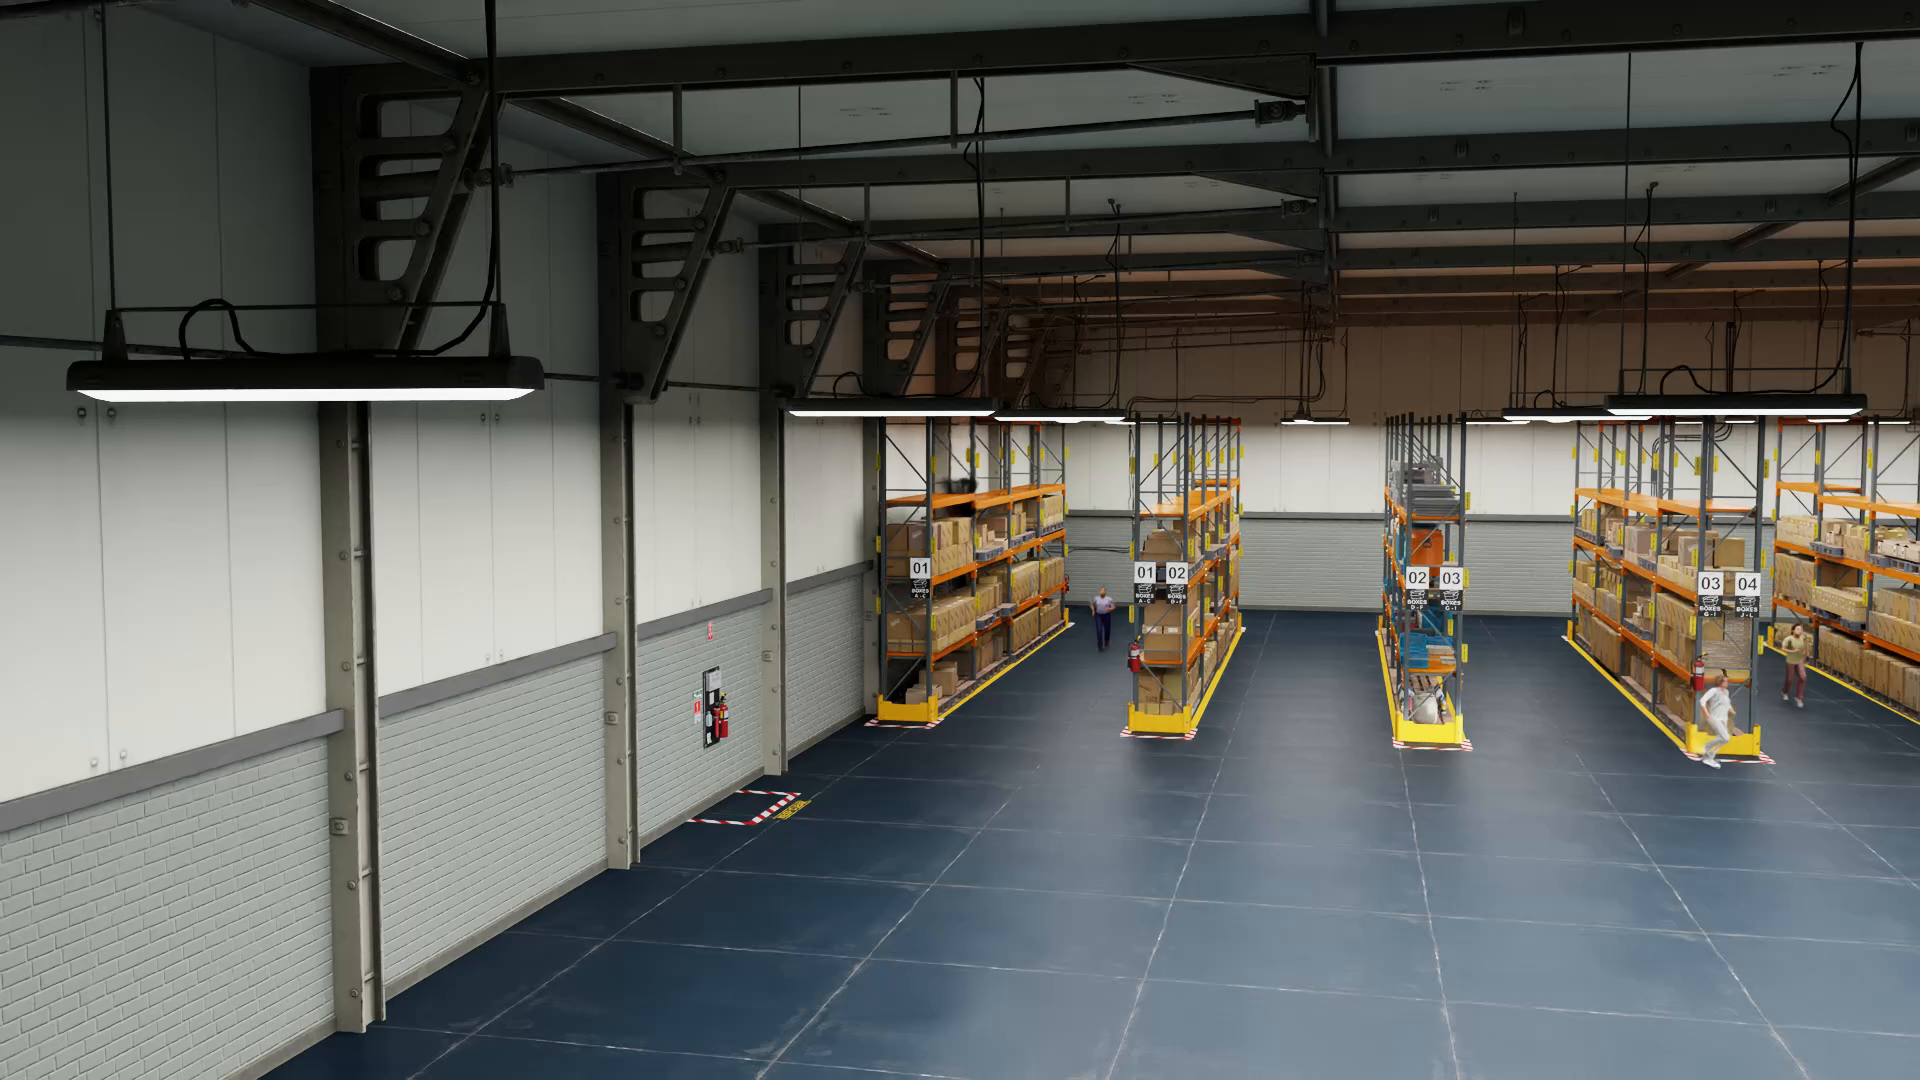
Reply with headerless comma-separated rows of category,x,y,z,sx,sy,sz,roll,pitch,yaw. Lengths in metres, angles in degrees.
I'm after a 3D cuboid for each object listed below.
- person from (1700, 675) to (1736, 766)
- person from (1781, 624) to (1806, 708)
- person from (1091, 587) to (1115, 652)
person,12.774,3.043,27.960,0.584,1.560,0.508,-2,5,-33
person,17.243,2.567,34.414,0.599,1.707,0.897,0,4,1
person,3.665,2.022,42.685,0.616,1.602,0.912,0,4,4
